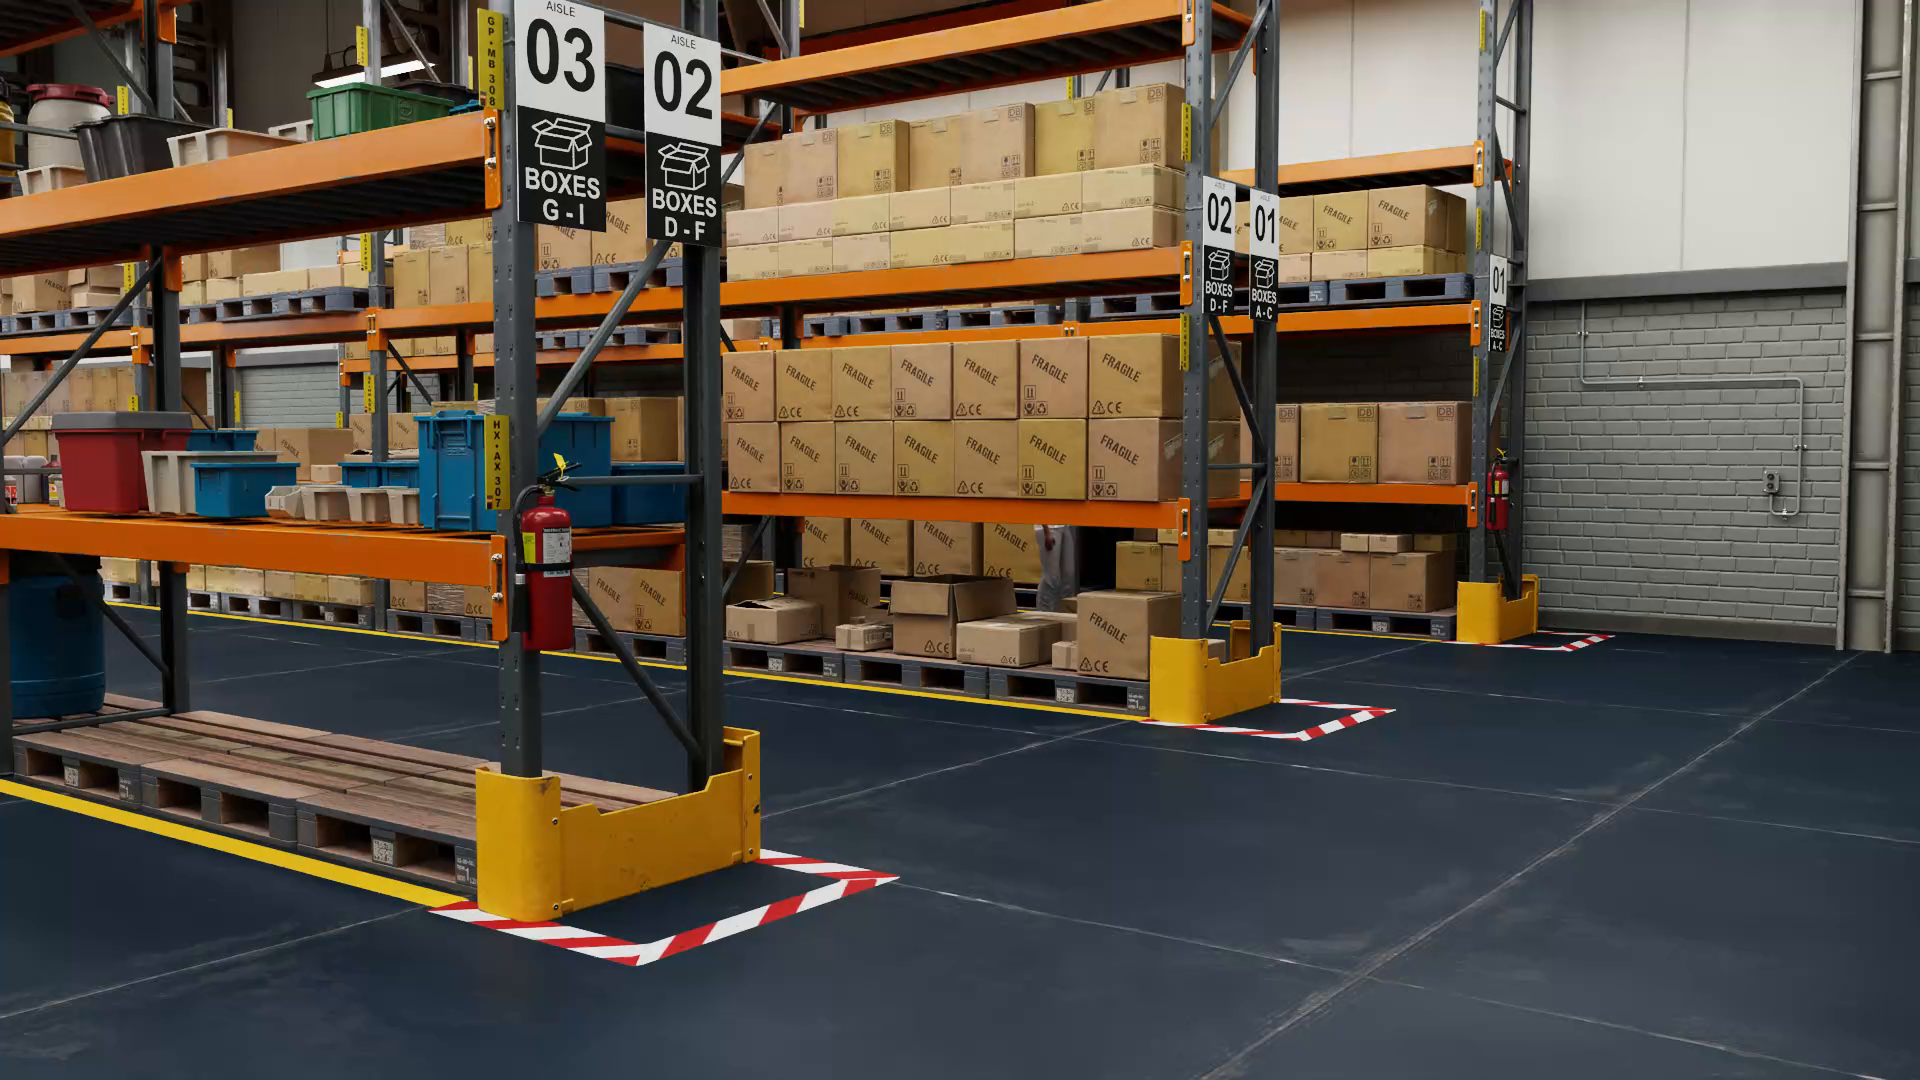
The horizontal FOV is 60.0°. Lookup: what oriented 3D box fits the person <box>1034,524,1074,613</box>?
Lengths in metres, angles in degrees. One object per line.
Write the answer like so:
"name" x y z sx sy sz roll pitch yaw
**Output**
"person" 0.881 -0.055 15.098 0.398 1.659 0.531 2 4 32
